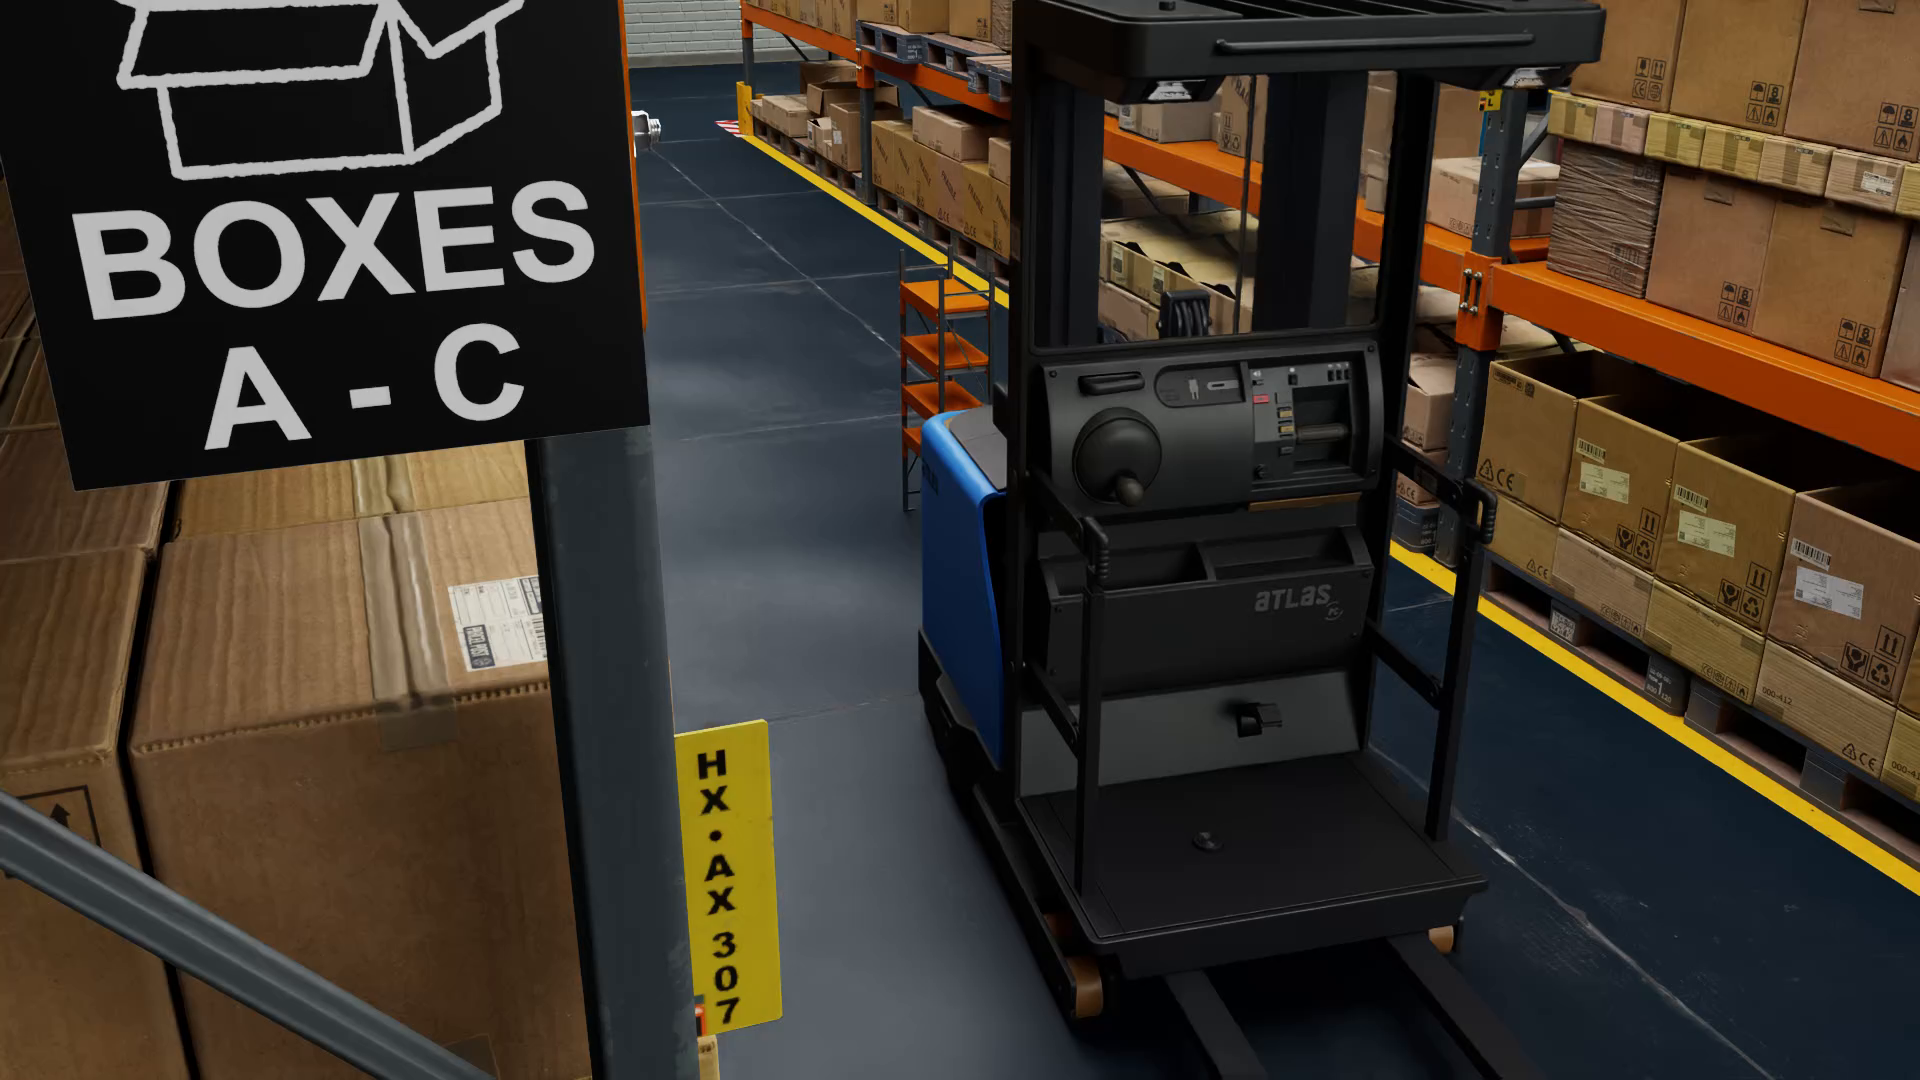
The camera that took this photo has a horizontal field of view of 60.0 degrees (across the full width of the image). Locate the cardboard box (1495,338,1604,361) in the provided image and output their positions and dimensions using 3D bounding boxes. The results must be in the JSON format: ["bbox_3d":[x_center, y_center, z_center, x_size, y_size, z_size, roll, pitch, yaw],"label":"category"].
[{"bbox_3d":[2.581,-0.714,7.359,0.500,0.311,0.500,-8,24,-19],"label":"cardboard box"}]

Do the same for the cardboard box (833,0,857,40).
[{"bbox_3d":[-0.749,-4.444,13.803,0.500,0.500,0.500,-8,24,-18],"label":"cardboard box"}]

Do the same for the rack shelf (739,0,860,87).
[{"bbox_3d":[-1.038,-4.647,15.339,1.077,0.370,4.000,-8,24,-19],"label":"rack shelf"}]

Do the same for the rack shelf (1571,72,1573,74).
[{"bbox_3d":[5.010,-3.872,13.500,1.077,0.370,4.000,-8,24,-19],"label":"rack shelf"}]

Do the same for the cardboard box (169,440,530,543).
[{"bbox_3d":[-0.778,0.108,2.333,0.500,0.500,0.500,-8,24,-19],"label":"cardboard box"}]

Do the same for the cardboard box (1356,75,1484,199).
[{"bbox_3d":[2.052,-1.864,7.681,0.500,0.500,0.500,-7,24,-15],"label":"cardboard box"}]

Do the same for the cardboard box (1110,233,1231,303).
[{"bbox_3d":[1.185,-1.563,9.373,0.500,0.311,0.500,-9,24,-20],"label":"cardboard box"}]

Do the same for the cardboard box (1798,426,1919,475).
[{"bbox_3d":[3.208,-0.114,5.692,0.500,0.500,0.500,-8,24,-19],"label":"cardboard box"}]

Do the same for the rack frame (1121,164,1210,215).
[{"bbox_3d":[1.081,-2.798,10.027,1.000,3.000,0.127,-8,24,-19],"label":"rack frame"}]

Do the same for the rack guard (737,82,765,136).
[{"bbox_3d":[-1.718,-4.525,17.343,1.175,0.500,0.348,-8,24,-19],"label":"rack guard"}]

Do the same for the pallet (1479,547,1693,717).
[{"bbox_3d":[2.736,0.235,6.421,1.003,0.211,1.213,-8,24,-19],"label":"pallet"}]

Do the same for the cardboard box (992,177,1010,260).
[{"bbox_3d":[0.531,-2.157,11.157,0.500,0.500,0.500,-7,24,-17],"label":"cardboard box"}]

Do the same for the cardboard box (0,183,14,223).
[{"bbox_3d":[-1.989,-0.562,3.922,0.500,0.500,0.500,-8,24,-19],"label":"cardboard box"}]

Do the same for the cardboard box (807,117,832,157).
[{"bbox_3d":[-1.064,-3.656,14.957,0.500,0.311,0.500,-8,24,-19],"label":"cardboard box"}]

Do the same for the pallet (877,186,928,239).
[{"bbox_3d":[-0.009,-2.676,13.328,1.003,0.211,1.213,-8,24,-19],"label":"pallet"}]

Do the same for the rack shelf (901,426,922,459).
[{"bbox_3d":[-0.058,-0.368,7.263,0.258,0.148,0.480,-8,24,-19],"label":"rack shelf"}]

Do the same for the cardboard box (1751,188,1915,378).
[{"bbox_3d":[3.023,-0.857,5.292,0.700,0.500,0.500,-8,24,-18],"label":"cardboard box"}]

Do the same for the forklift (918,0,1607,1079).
[{"bbox_3d":[0.723,-0.277,4.133,1.130,2.935,3.031,-6,24,-13],"label":"forklift"}]

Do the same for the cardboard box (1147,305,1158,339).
[{"bbox_3d":[1.359,-1.123,9.053,0.500,0.250,0.500,-9,24,-20],"label":"cardboard box"}]

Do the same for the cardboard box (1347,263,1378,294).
[{"bbox_3d":[2.037,-1.272,8.684,0.500,0.311,0.500,-8,24,-18],"label":"cardboard box"}]

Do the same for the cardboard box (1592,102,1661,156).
[{"bbox_3d":[2.497,-1.474,5.922,0.380,0.149,0.250,-8,24,-18],"label":"cardboard box"}]

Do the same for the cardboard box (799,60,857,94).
[{"bbox_3d":[-1.322,-4.592,16.935,0.500,0.500,0.500,-8,24,-19],"label":"cardboard box"}]

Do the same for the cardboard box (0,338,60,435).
[{"bbox_3d":[-1.446,-0.010,2.613,0.500,0.500,0.500,-9,24,-20],"label":"cardboard box"}]

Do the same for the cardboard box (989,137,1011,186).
[{"bbox_3d":[0.507,-2.522,11.058,0.500,0.250,0.500,-7,24,-17],"label":"cardboard box"}]

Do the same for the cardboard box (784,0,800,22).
[{"bbox_3d":[-1.298,-5.002,15.128,0.500,0.500,0.500,-8,24,-18],"label":"cardboard box"}]

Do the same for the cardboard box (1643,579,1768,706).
[{"bbox_3d":[2.718,0.304,5.667,0.500,0.250,0.500,-8,24,-19],"label":"cardboard box"}]

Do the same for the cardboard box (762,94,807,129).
[{"bbox_3d":[-1.642,-4.222,16.380,0.500,0.250,0.500,-8,24,-19],"label":"cardboard box"}]

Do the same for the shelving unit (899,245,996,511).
[{"bbox_3d":[-0.058,-0.613,7.160,0.258,1.200,0.503,-8,24,-19],"label":"shelving unit"}]

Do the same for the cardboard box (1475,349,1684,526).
[{"bbox_3d":[2.365,-0.405,6.384,0.500,0.500,0.500,-8,24,-19],"label":"cardboard box"}]

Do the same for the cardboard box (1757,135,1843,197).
[{"bbox_3d":[2.770,-1.195,5.258,0.380,0.149,0.250,-9,25,-21],"label":"cardboard box"}]

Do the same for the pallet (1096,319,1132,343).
[{"bbox_3d":[1.335,-1.209,9.846,1.003,0.211,1.213,-8,24,-19],"label":"pallet"}]

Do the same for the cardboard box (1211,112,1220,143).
[{"bbox_3d":[1.584,-2.227,8.995,0.380,0.149,0.250,-7,24,-15],"label":"cardboard box"}]

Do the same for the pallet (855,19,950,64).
[{"bbox_3d":[-0.152,-3.858,12.788,1.003,0.211,1.213,-8,24,-19],"label":"pallet"}]

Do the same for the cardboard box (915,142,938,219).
[{"bbox_3d":[-0.021,-2.718,12.489,0.500,0.500,0.500,-8,24,-18],"label":"cardboard box"}]

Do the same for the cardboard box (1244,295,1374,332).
[{"bbox_3d":[1.719,-1.007,8.055,0.500,0.311,0.500,-8,24,-19],"label":"cardboard box"}]

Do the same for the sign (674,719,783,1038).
[{"bbox_3d":[-0.218,0.316,1.523,0.100,0.325,0.005,-8,24,-19],"label":"sign"}]

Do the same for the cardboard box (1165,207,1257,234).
[{"bbox_3d":[1.497,-1.827,9.999,0.500,0.311,0.500,-8,24,-18],"label":"cardboard box"}]

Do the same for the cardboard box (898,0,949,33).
[{"bbox_3d":[-0.072,-4.047,12.321,0.700,0.500,0.500,-5,23,-11],"label":"cardboard box"}]

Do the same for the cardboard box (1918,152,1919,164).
[{"bbox_3d":[3.189,-1.281,4.629,0.700,0.500,0.500,-8,24,-19],"label":"cardboard box"}]

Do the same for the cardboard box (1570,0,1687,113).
[{"bbox_3d":[2.657,-1.828,5.927,0.700,0.500,0.500,-8,24,-19],"label":"cardboard box"}]

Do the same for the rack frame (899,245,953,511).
[{"bbox_3d":[-0.145,-0.702,7.370,0.240,1.200,0.015,-8,24,-19],"label":"rack frame"}]

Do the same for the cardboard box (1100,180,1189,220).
[{"bbox_3d":[1.188,-2.054,10.912,0.500,0.500,0.500,-7,24,-17],"label":"cardboard box"}]

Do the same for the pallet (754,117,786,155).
[{"bbox_3d":[-1.436,-4.103,16.713,1.003,0.211,1.213,-8,24,-19],"label":"pallet"}]

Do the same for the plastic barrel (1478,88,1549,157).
[{"bbox_3d":[4.730,-3.699,14.325,0.600,0.901,0.708,-8,24,-19],"label":"plastic barrel"}]

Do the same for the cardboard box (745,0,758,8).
[{"bbox_3d":[-1.835,-5.554,16.436,0.500,0.500,0.500,-8,24,-18],"label":"cardboard box"}]

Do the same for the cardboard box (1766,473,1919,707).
[{"bbox_3d":[2.897,0.139,5.091,0.500,0.500,0.500,-8,24,-19],"label":"cardboard box"}]
